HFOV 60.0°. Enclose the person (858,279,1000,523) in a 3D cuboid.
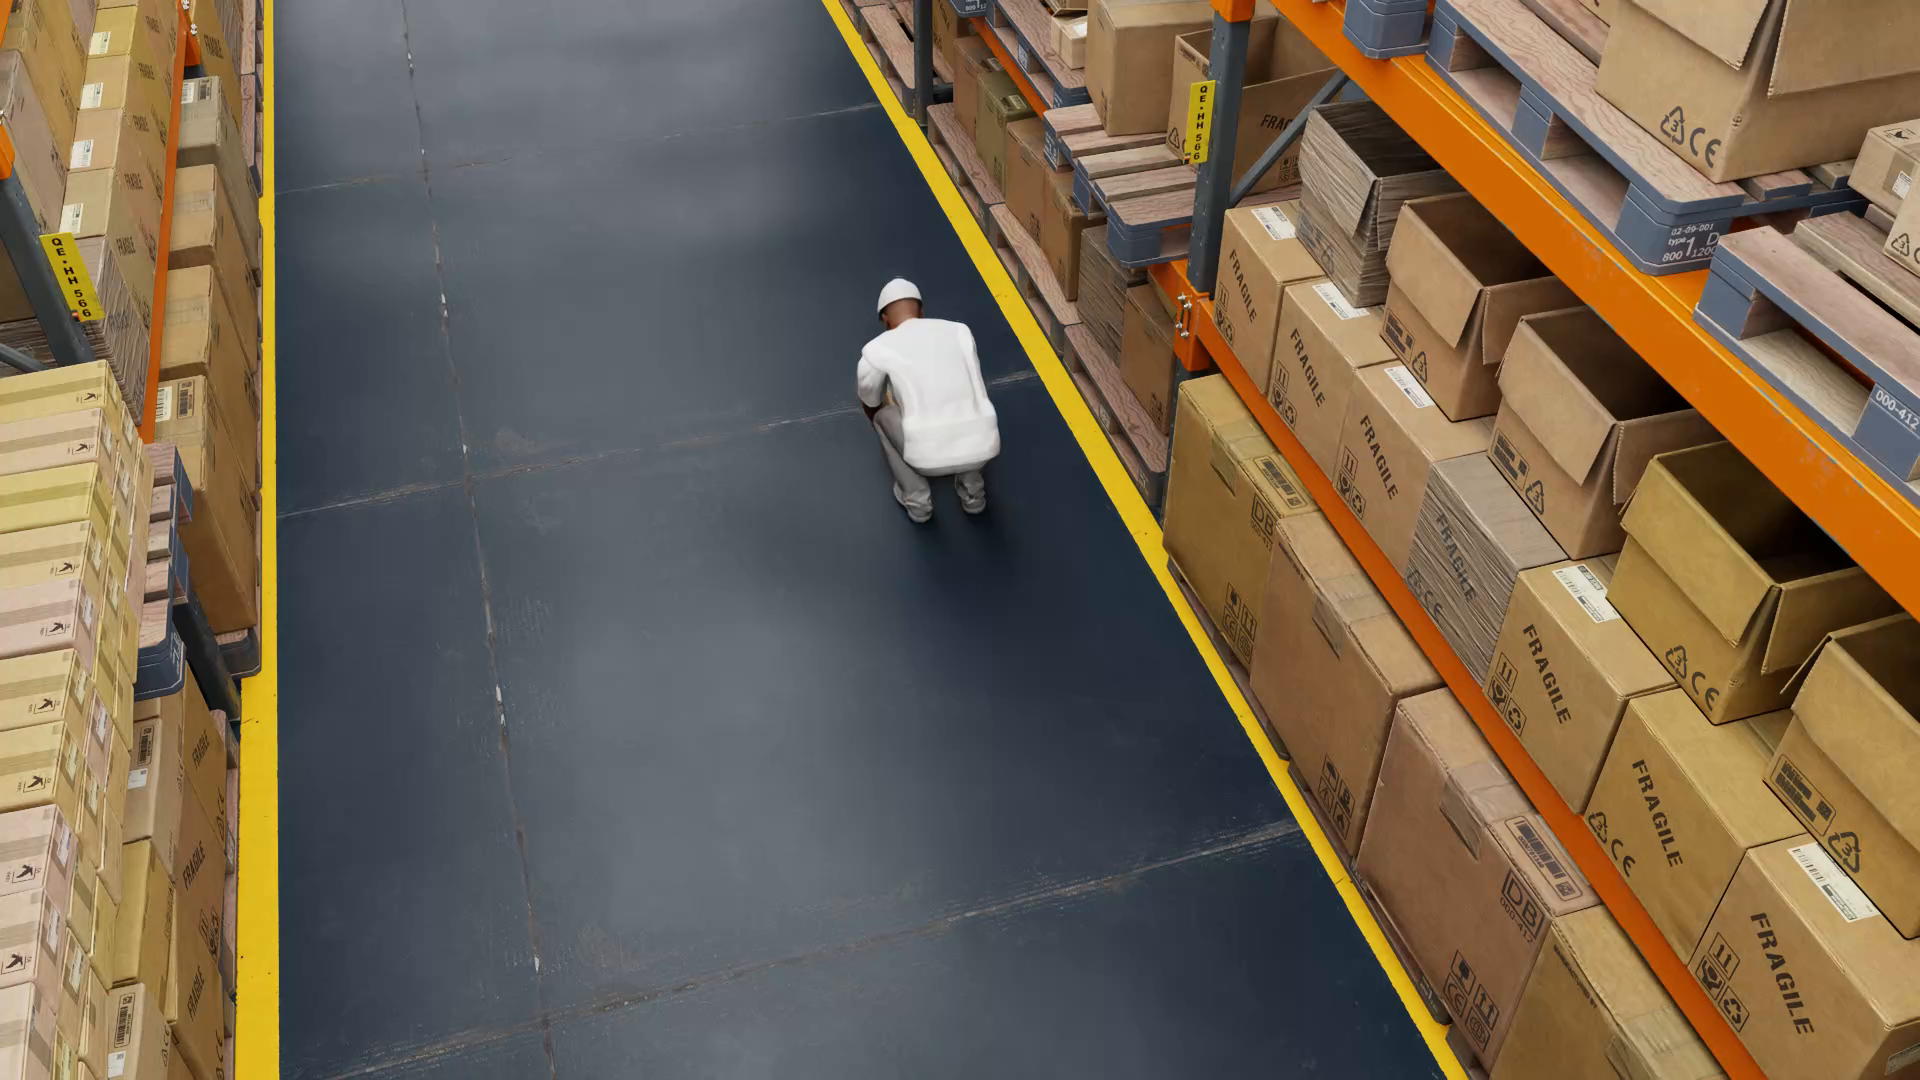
[{"bbox_3d":[-0.155,-0.601,7.461,0.568,0.903,0.896,-10,43,-11],"label":"person"}]
